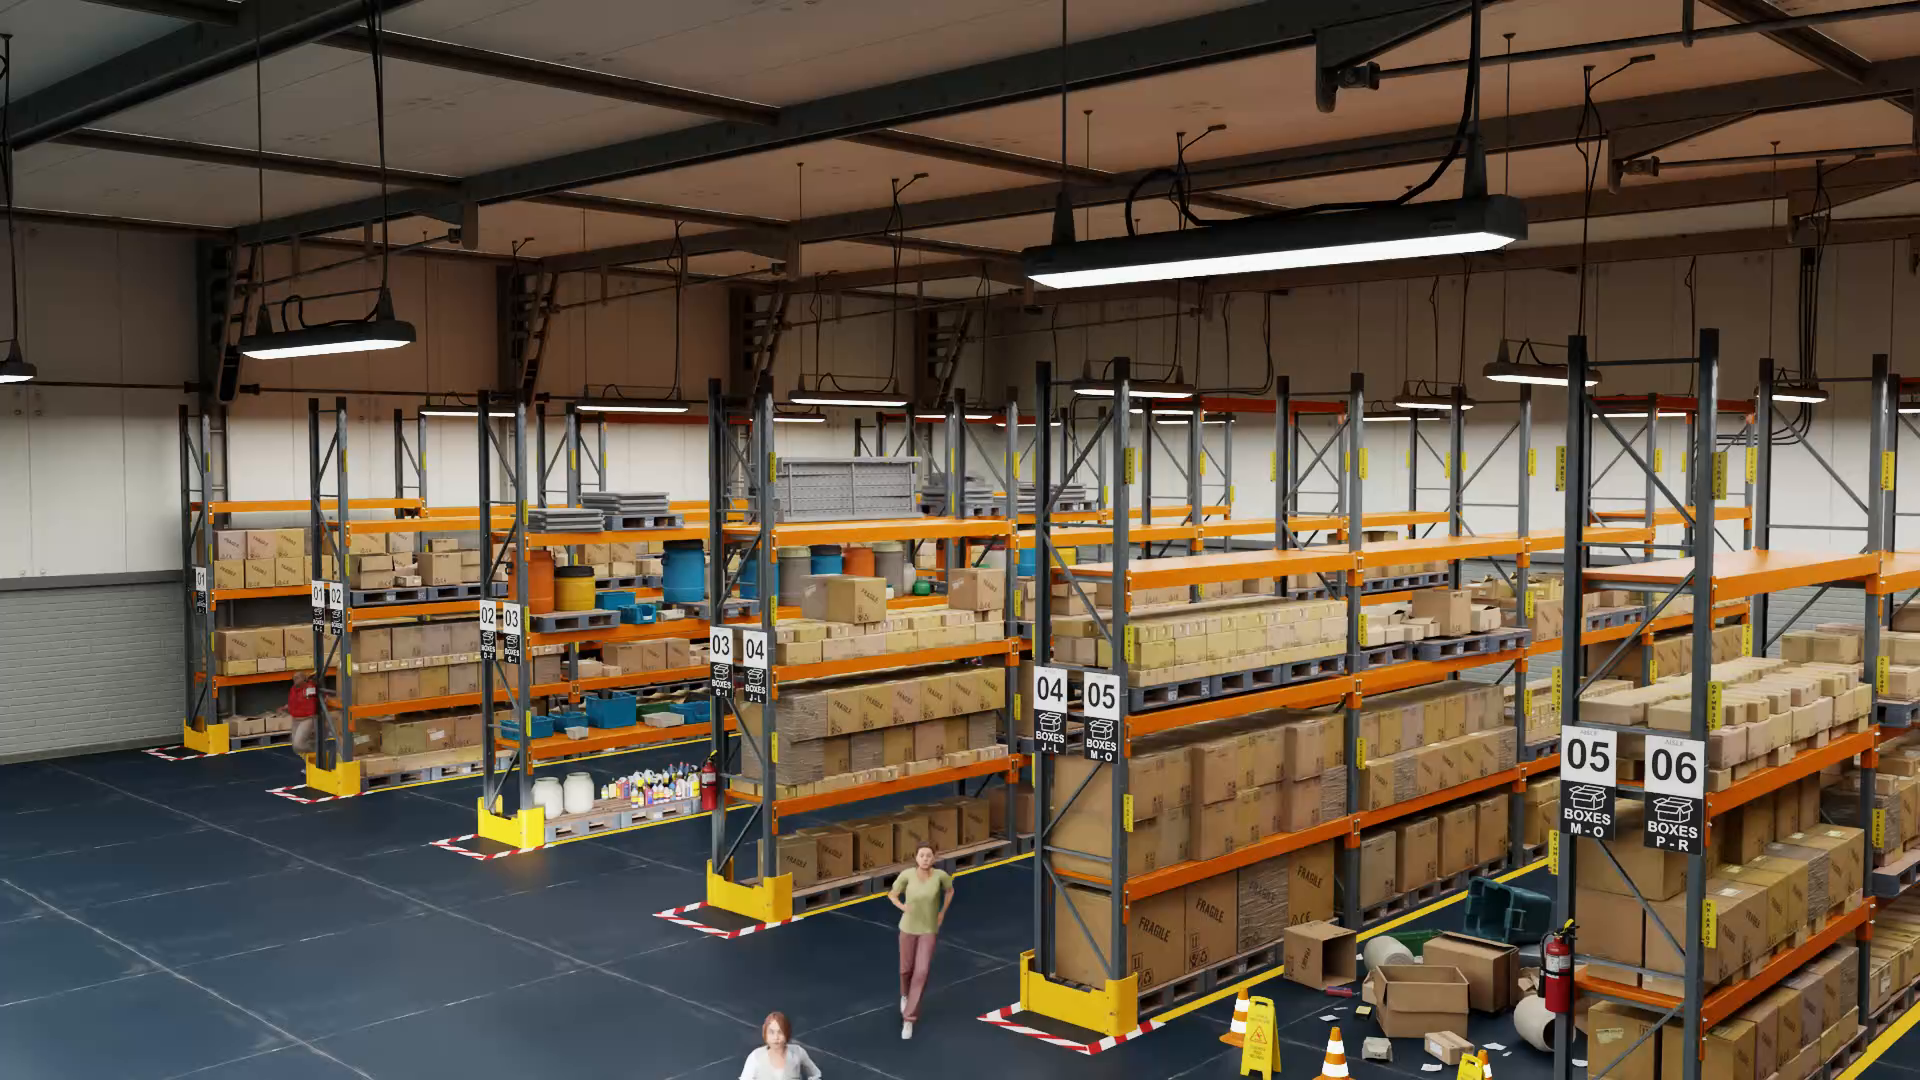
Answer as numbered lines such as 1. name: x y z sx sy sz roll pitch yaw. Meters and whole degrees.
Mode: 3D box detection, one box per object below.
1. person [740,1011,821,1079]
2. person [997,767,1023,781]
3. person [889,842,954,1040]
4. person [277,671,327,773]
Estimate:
1. person: -1.161 3.794 10.618 0.544 1.583 0.879 0 3 -4
2. person: 0.788 3.037 24.364 0.654 1.673 0.590 3 4 42
3. person: -0.351 3.542 14.994 0.584 1.686 0.856 0 3 3
4. person: -10.494 2.918 26.479 0.689 1.664 0.678 2 3 28
